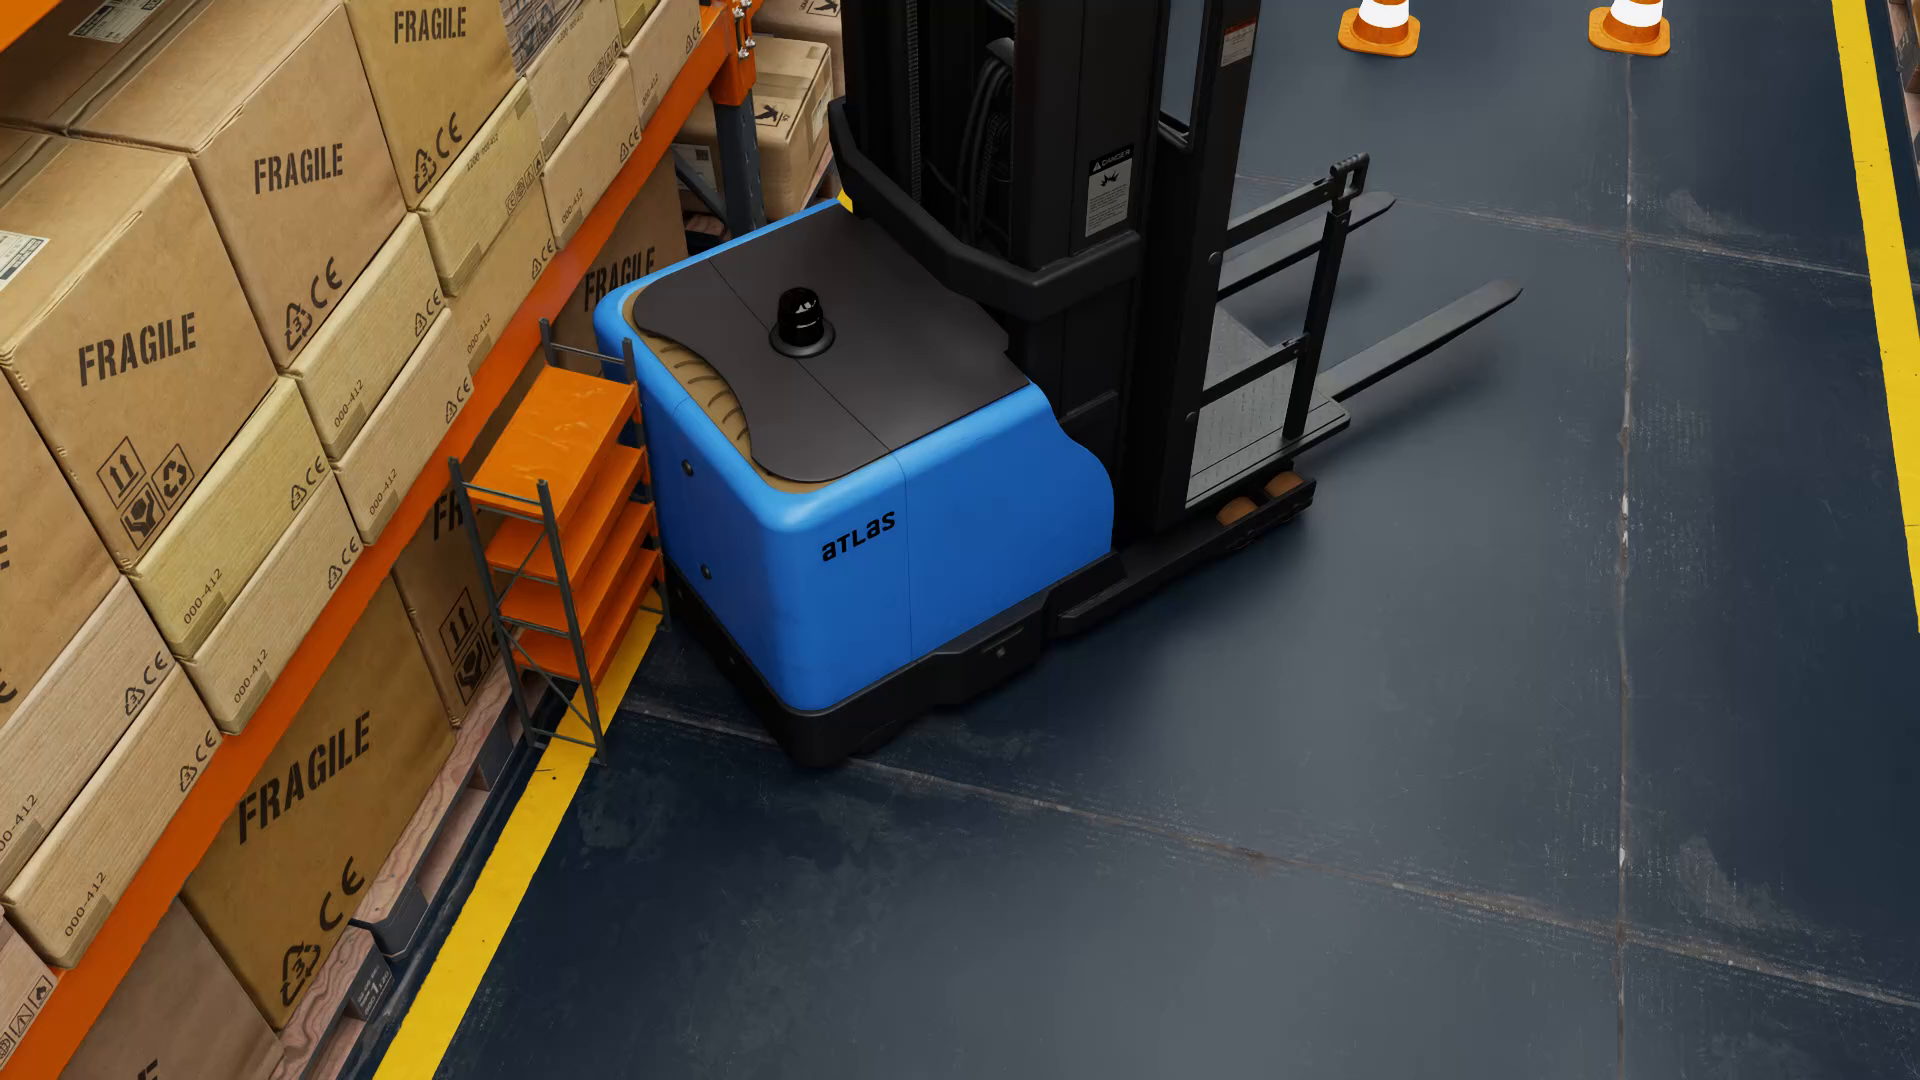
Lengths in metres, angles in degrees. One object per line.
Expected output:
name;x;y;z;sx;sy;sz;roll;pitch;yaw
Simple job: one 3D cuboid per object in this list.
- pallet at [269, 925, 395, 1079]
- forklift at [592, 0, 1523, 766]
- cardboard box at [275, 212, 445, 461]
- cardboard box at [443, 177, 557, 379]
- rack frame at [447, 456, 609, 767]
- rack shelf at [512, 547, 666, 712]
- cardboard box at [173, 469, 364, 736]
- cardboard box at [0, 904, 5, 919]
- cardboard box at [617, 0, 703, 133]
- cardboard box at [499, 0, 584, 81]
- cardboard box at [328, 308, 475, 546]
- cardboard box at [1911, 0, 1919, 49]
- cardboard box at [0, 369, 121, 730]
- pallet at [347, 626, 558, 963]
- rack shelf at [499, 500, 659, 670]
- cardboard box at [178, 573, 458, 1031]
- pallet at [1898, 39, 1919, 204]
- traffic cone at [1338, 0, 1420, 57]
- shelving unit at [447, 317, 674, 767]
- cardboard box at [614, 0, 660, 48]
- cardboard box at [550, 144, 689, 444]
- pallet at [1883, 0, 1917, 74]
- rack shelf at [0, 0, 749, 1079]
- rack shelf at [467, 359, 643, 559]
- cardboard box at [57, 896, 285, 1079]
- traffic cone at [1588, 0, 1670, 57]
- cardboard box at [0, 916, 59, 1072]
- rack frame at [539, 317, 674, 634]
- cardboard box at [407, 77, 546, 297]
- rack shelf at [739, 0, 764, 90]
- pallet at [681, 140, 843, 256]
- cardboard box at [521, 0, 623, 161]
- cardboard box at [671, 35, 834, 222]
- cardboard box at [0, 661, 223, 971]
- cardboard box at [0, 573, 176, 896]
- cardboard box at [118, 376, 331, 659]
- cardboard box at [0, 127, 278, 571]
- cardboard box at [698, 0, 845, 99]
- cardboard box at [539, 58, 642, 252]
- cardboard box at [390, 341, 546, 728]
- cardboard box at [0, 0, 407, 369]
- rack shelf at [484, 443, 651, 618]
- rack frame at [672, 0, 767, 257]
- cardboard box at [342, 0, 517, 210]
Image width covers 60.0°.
pallet;-2.080;1.377;3.894;1.003;0.211;1.213;12;50;10
forklift;0.510;-1.240;4.389;3.031;2.935;1.130;-28;54;-22
cardboard box;-1.422;-0.460;3.422;0.500;0.250;0.500;10;49;9
cardboard box;-1.307;-0.666;3.937;0.500;0.250;0.500;11;50;10
rack frame;-1.081;0.224;4.243;0.240;1.200;0.015;14;51;8
rack shelf;-1.027;0.214;4.600;0.258;0.148;0.480;14;51;8
cardboard box;-1.555;0.068;3.289;0.500;0.250;0.500;11;50;10
cardboard box;-1.822;0.649;2.444;0.500;0.250;0.500;10;49;9
cardboard box;-1.040;-1.400;4.585;0.500;0.250;0.500;10;49;9
cardboard box;-1.168;-1.432;3.780;0.500;0.500;0.500;12;50;11
cardboard box;-1.414;-0.292;3.607;0.500;0.250;0.500;11;49;9
cardboard box;4.363;-2.087;6.311;1.050;0.750;0.750;12;50;10
cardboard box;-1.710;0.028;2.491;0.500;0.500;0.500;11;50;10
pallet;-1.761;0.491;4.675;1.003;0.211;1.213;12;50;10
rack shelf;-1.018;0.087;4.447;0.258;0.148;0.480;14;51;8
cardboard box;-1.894;0.472;3.970;0.875;0.875;0.875;13;50;11
pallet;4.248;-1.475;6.411;1.003;0.211;1.213;12;50;10
traffic cone;1.808;-2.340;7.006;0.336;0.463;0.334;12;50;10
shelving unit;-1.015;0.045;4.395;0.258;1.200;0.503;14;51;8
cardboard box;-1.040;-1.582;4.412;0.500;0.250;0.500;11;50;10
cardboard box;-1.419;-0.819;5.109;0.875;0.875;0.875;11;50;10
pallet;4.567;-2.360;7.192;1.003;0.211;1.213;12;50;10
rack shelf;-1.684;-0.182;3.889;1.077;0.370;4.000;12;50;10
rack shelf;-0.997;-0.205;4.093;0.258;0.148;0.480;14;51;8
cardboard box;-2.124;1.127;3.392;0.875;0.875;0.875;13;50;11
traffic cone;2.888;-2.344;7.010;0.336;0.463;0.334;12;50;10
cardboard box;-1.840;0.810;2.634;0.500;0.250;0.500;11;49;9
rack frame;-0.949;-0.135;4.547;0.240;1.200;0.015;14;51;8
cardboard box;-1.286;-0.836;3.754;0.500;0.250;0.500;10;49;9
rack shelf;-0.631;-3.075;6.443;1.077;0.370;4.000;12;50;10
pallet;-0.950;-1.509;6.441;1.003;0.211;1.213;12;50;10
cardboard box;-1.171;-1.210;4.084;0.500;0.250;0.500;10;49;9
cardboard box;-0.999;-1.542;6.083;0.950;0.372;0.625;9;49;7
cardboard box;-1.705;0.436;2.965;0.500;0.250;0.500;10;49;9
cardboard box;-1.712;0.266;2.781;0.500;0.250;0.500;12;50;11
cardboard box;-1.554;-0.094;3.099;0.500;0.250;0.500;12;50;11
cardboard box;-1.575;-0.334;2.811;0.500;0.500;0.500;10;49;9
cardboard box;-0.812;-2.078;6.556;0.950;0.372;0.625;11;49;9
cardboard box;-1.159;-1.027;4.256;0.500;0.250;0.500;12;50;11
cardboard box;-1.658;-0.175;4.541;0.875;0.875;0.875;12;50;10
cardboard box;-1.445;-0.709;3.142;0.500;0.500;0.500;11;49;9
rack shelf;-1.008;-0.055;4.275;0.258;0.148;0.480;14;51;8
rack frame;-1.157;-1.866;4.897;1.000;3.000;0.127;12;50;10
cardboard box;-1.305;-1.074;3.464;0.500;0.500;0.500;12;50;10
